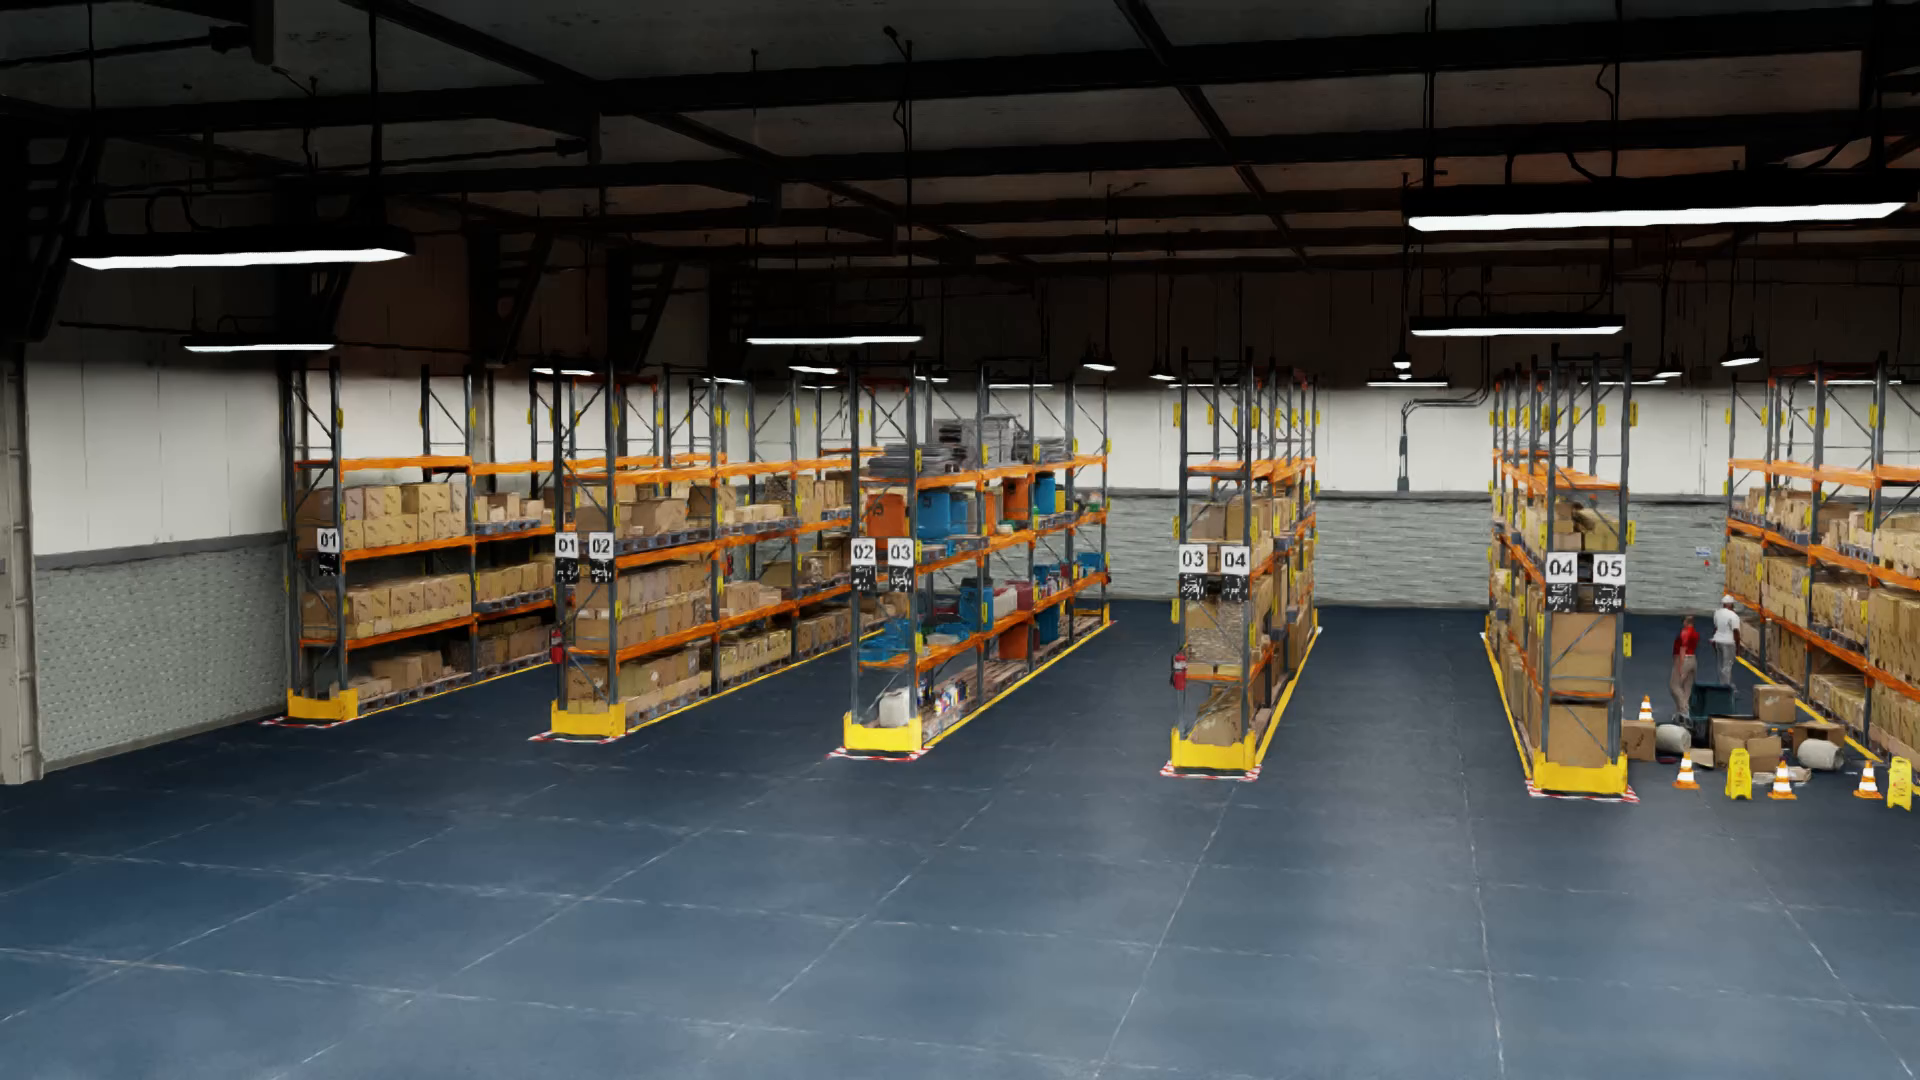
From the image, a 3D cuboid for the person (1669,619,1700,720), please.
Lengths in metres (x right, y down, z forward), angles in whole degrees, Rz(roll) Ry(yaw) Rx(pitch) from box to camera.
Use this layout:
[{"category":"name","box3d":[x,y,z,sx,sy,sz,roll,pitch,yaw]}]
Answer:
[{"category":"person","box3d":[12.066,2.162,27.738,0.678,1.665,0.409,-3,5,-39]}]

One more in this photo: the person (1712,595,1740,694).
[{"category":"person","box3d":[14.024,1.883,30.318,0.489,1.773,0.729,-1,4,-14]}]
